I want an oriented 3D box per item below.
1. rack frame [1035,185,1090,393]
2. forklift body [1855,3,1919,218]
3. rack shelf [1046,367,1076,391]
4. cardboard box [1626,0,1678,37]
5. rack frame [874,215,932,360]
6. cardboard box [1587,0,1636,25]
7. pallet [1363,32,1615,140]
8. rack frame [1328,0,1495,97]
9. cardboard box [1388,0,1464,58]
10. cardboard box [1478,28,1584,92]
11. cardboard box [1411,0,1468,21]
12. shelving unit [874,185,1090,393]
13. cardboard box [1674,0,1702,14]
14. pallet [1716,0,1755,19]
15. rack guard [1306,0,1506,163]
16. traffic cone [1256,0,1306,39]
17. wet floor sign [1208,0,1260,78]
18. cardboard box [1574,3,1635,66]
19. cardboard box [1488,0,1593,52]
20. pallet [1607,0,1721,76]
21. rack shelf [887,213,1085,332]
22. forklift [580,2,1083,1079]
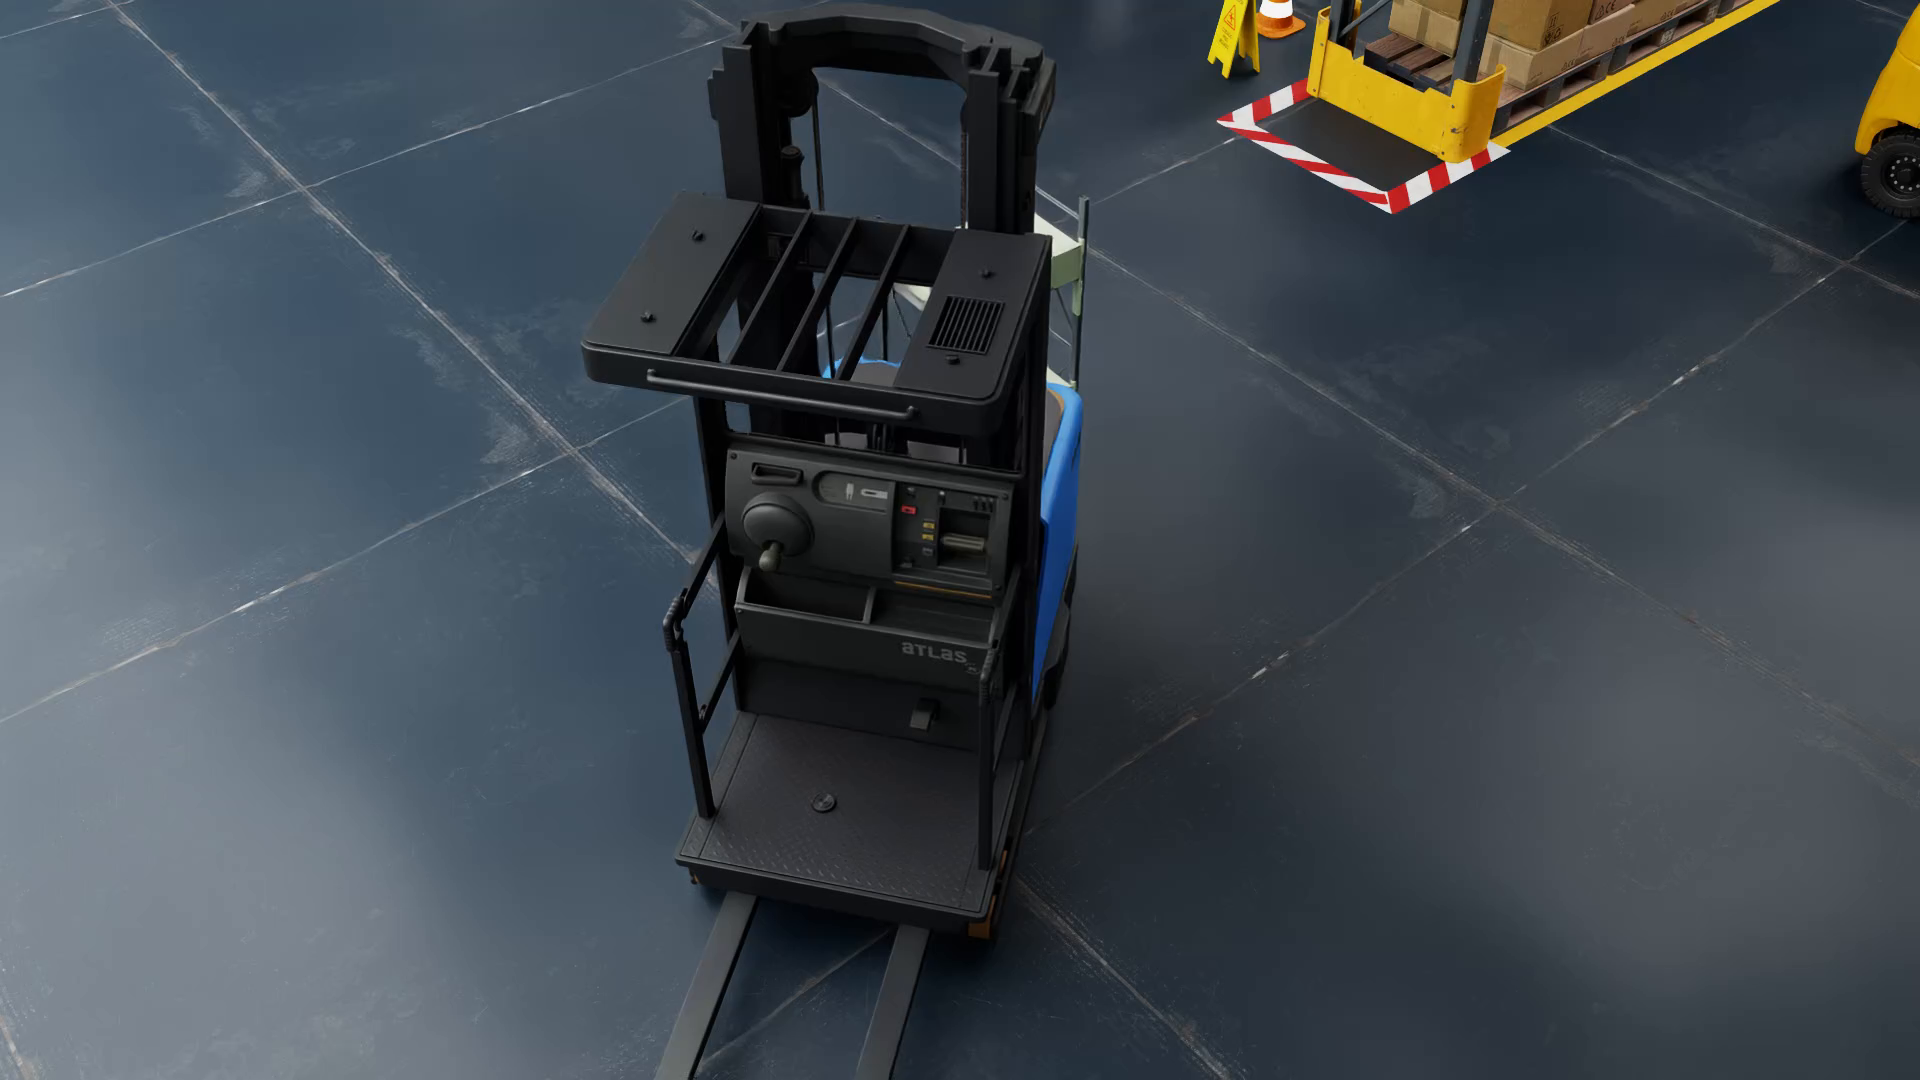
[{"bbox_3d":[0.382,-0.900,7.167,0.023,1.500,0.400,-27,50,-26],"label":"rack frame"},{"bbox_3d":[6.029,-2.480,8.373,1.214,2.155,2.313,-30,51,-28],"label":"forklift body"},{"bbox_3d":[0.088,-0.513,7.230,0.720,0.370,0.431,-27,50,-26],"label":"rack shelf"},{"bbox_3d":[4.160,-3.430,10.466,0.500,0.250,0.500,-26,49,-25],"label":"cardboard box"},{"bbox_3d":[-0.205,-0.601,6.848,0.023,1.500,0.400,-27,50,-26],"label":"rack frame"},{"bbox_3d":[3.770,-3.479,9.971,0.500,0.500,0.500,-32,52,-29],"label":"cardboard box"},{"bbox_3d":[3.262,-2.959,10.300,1.213,0.211,1.003,-30,51,-28],"label":"pallet"},{"bbox_3d":[2.557,-3.604,8.949,0.127,3.000,1.000,-30,51,-28],"label":"rack frame"},{"bbox_3d":[3.023,-3.261,10.287,0.500,0.250,0.500,-30,51,-28],"label":"cardboard box"},{"bbox_3d":[3.354,-2.963,9.970,0.500,0.250,0.500,-30,51,-28],"label":"cardboard box"},{"bbox_3d":[3.005,-3.517,10.011,0.500,0.500,0.500,-29,51,-28],"label":"cardboard box"},{"bbox_3d":[0.088,-0.750,7.007,0.755,1.500,0.431,-27,50,-26],"label":"shelving unit"},{"bbox_3d":[4.549,-3.650,10.701,0.500,0.250,0.500,-29,50,-27],"label":"cardboard box"},{"bbox_3d":[5.133,-4.030,11.441,1.213,0.211,1.003,-30,51,-28],"label":"pallet"},{"bbox_3d":[2.616,-2.726,9.841,0.348,0.500,1.175,-30,51,-28],"label":"rack guard"},{"bbox_3d":[2.060,-3.545,10.740,0.334,0.463,0.336,-30,51,-28],"label":"traffic cone"},{"bbox_3d":[1.725,-3.224,10.265,0.232,0.644,0.267,-14,45,-14],"label":"wet floor sign"},{"bbox_3d":[3.750,-3.184,10.204,0.500,0.250,0.500,-28,50,-27],"label":"cardboard box"},{"bbox_3d":[3.371,-3.248,9.724,0.500,0.500,0.500,-32,52,-29],"label":"cardboard box"},{"bbox_3d":[4.197,-3.492,10.867,1.213,0.211,1.003,-30,51,-28],"label":"pallet"},{"bbox_3d":[0.088,-1.035,6.740,0.720,0.370,0.431,-27,50,-26],"label":"rack shelf"},{"bbox_3d":[-0.341,0.035,5.125,1.130,2.935,3.031,9,44,9],"label":"forklift"}]
